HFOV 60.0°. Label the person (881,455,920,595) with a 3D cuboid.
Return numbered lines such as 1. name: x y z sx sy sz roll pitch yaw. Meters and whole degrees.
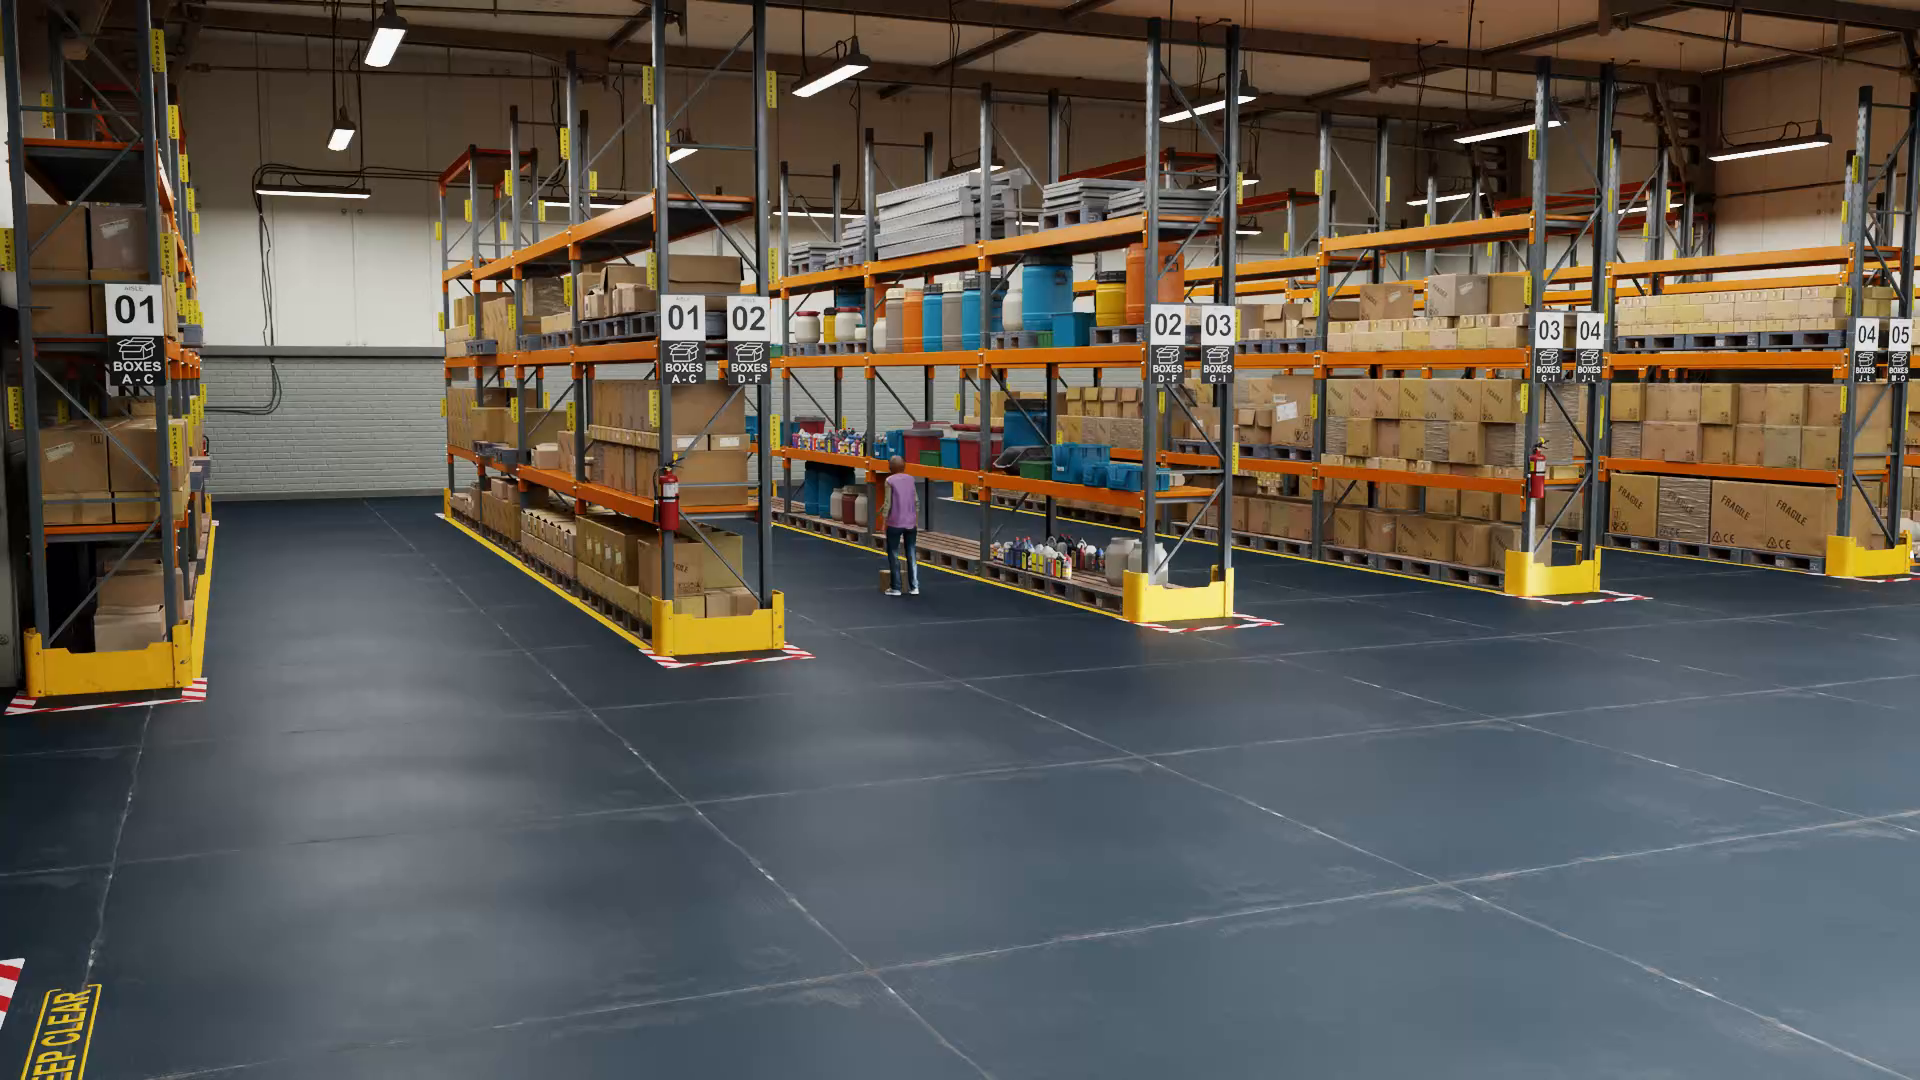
1. person: -0.671 -0.164 18.891 0.482 1.592 0.347 -3 6 -27
